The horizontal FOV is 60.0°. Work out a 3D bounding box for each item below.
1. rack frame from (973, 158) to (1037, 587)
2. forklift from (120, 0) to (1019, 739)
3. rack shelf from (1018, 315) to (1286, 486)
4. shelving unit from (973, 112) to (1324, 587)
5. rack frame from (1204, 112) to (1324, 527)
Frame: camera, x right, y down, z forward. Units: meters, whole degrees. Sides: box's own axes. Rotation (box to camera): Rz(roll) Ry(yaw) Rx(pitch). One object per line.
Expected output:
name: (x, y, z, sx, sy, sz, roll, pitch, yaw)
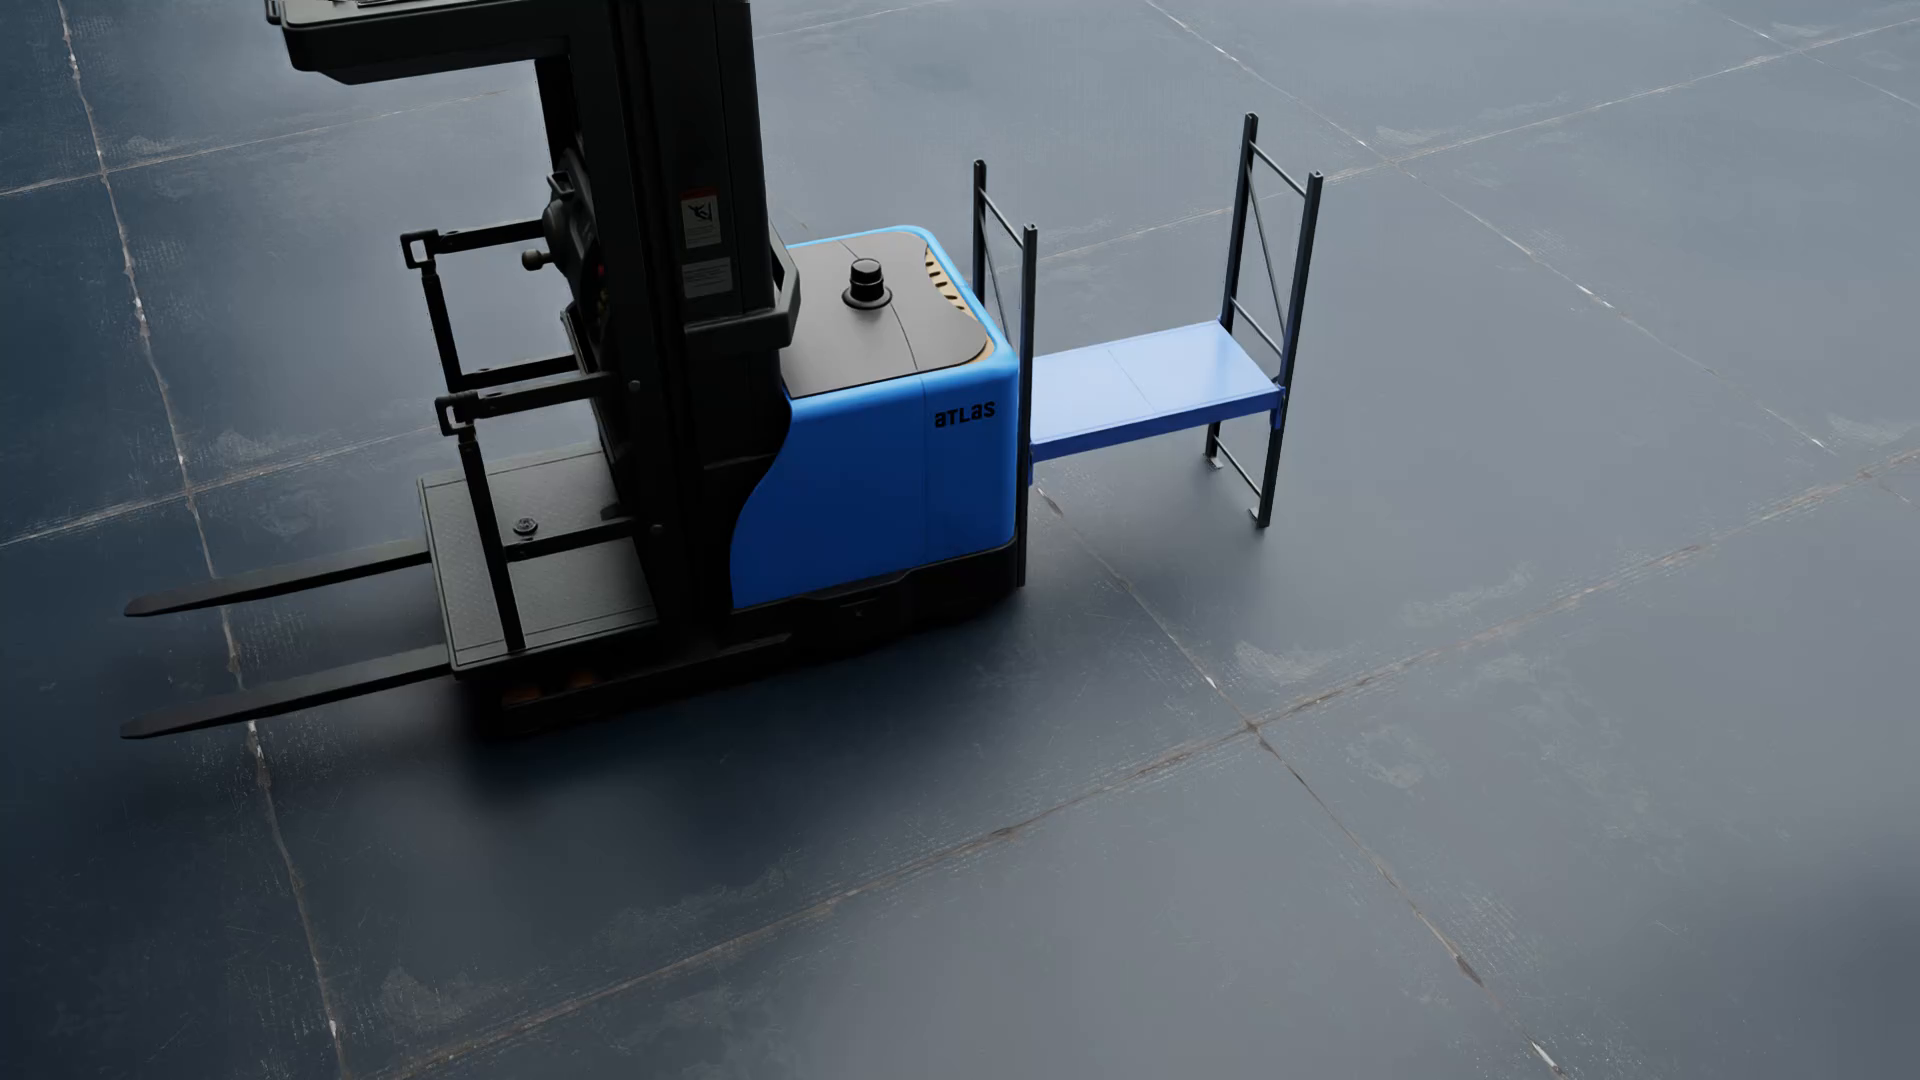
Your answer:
rack frame: (0.144, -0.552, 5.871, 0.032, 1.500, 0.500, -13, 42, -15)
forklift: (-1.364, -0.856, 5.123, 3.031, 2.935, 1.130, -13, 42, -15)
rack shelf: (0.622, -0.526, 6.120, 1.000, 0.185, 0.538, -13, 42, -15)
shelving unit: (0.622, -0.664, 6.004, 1.048, 1.500, 0.538, -13, 42, -15)
rack frame: (1.099, -0.776, 6.136, 0.032, 1.500, 0.500, -13, 42, -15)
